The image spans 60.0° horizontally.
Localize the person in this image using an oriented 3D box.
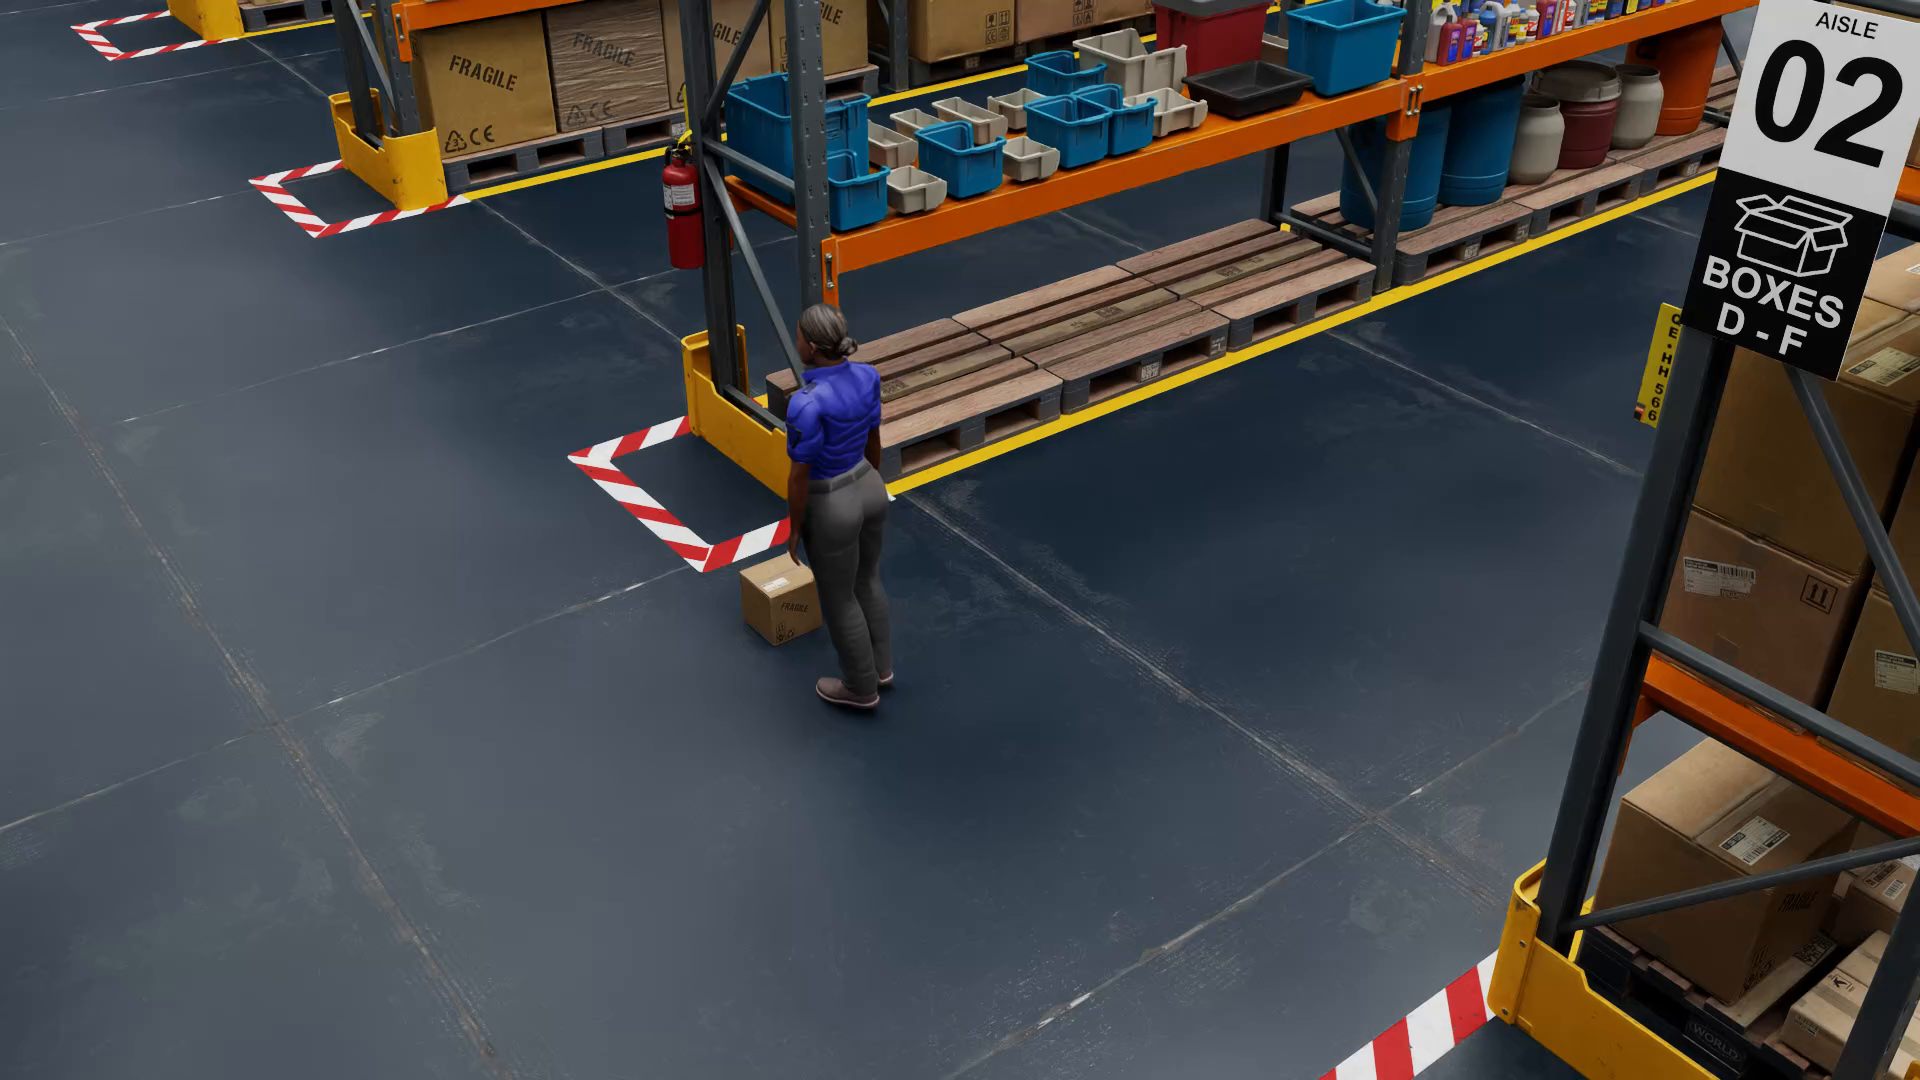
[{"bbox_3d":[-0.439,-0.099,6.300,0.376,1.682,0.488,23,39,31],"label":"person"}]
